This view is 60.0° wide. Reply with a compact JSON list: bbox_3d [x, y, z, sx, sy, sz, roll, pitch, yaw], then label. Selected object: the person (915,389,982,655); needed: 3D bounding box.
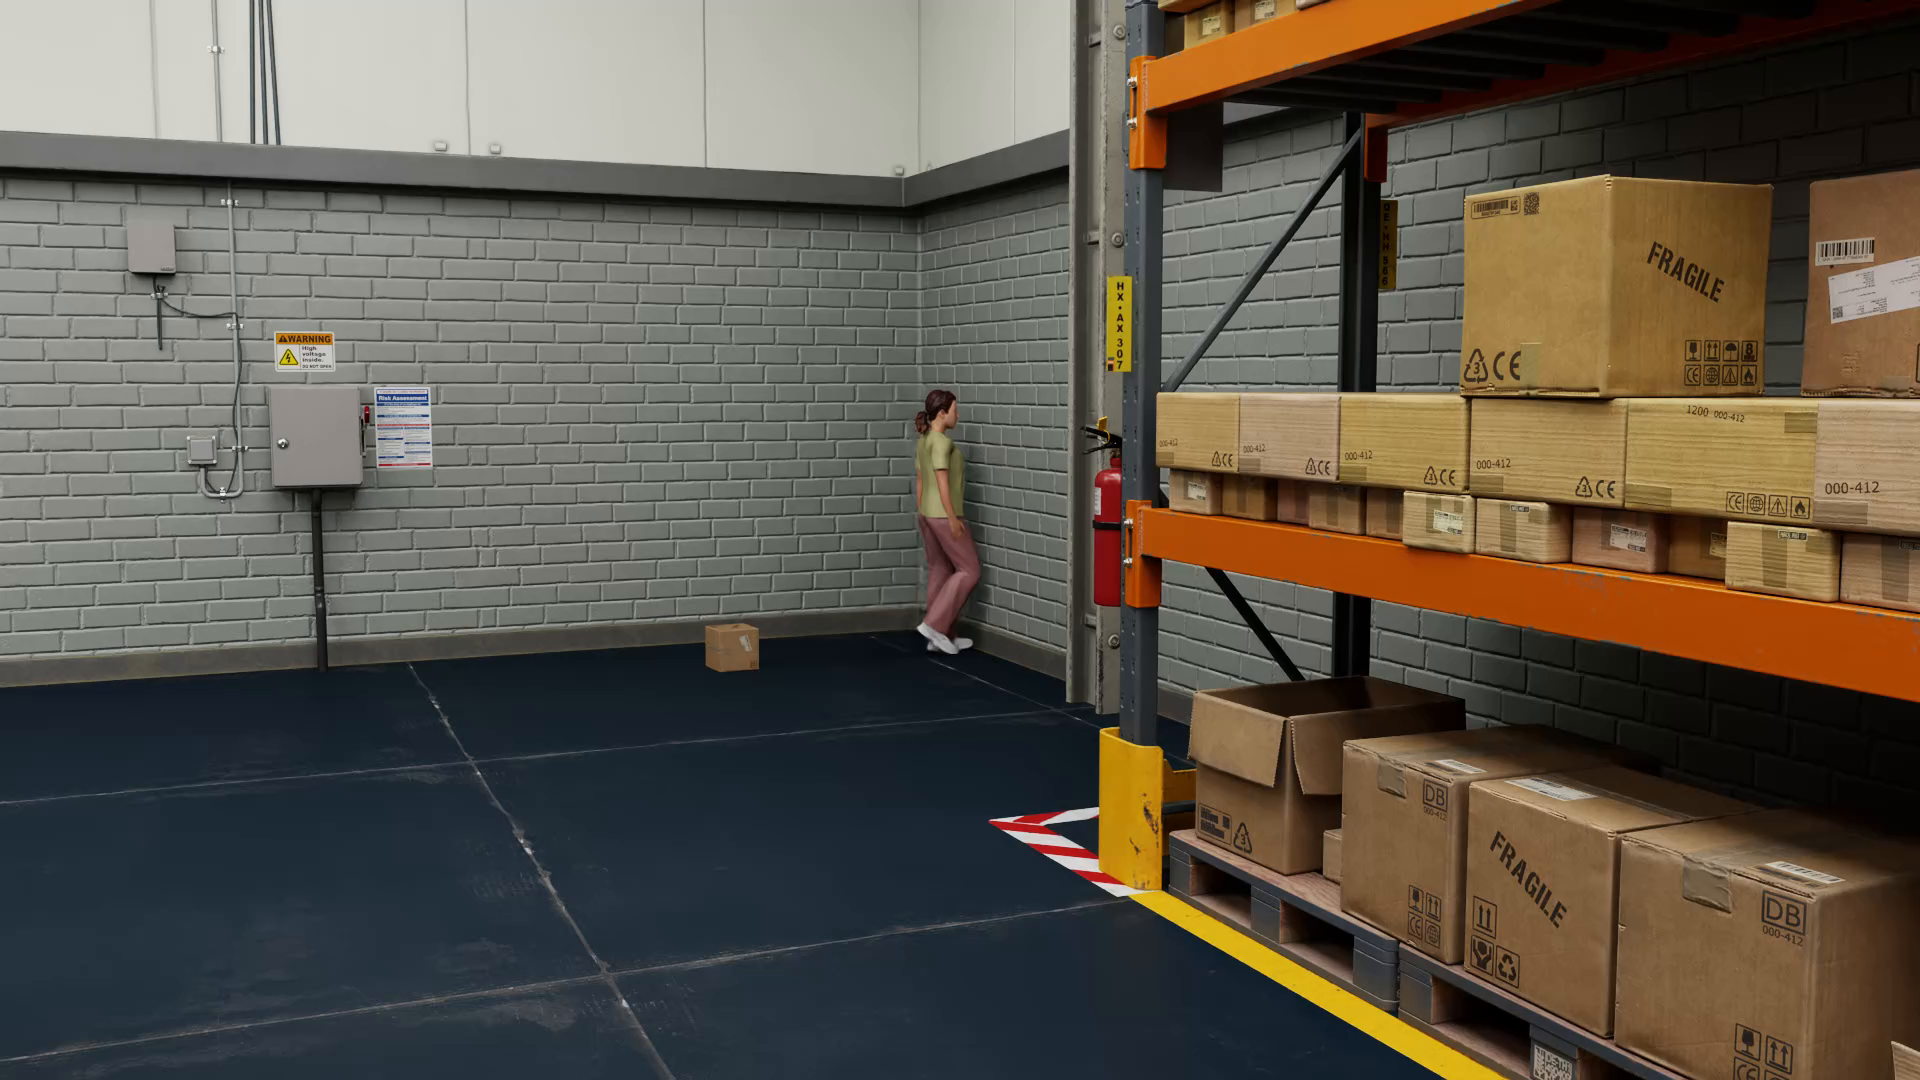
[{"bbox_3d":[-0.105,-0.119,10.628,0.413,1.682,0.463,-2,6,-19],"label":"person"}]
